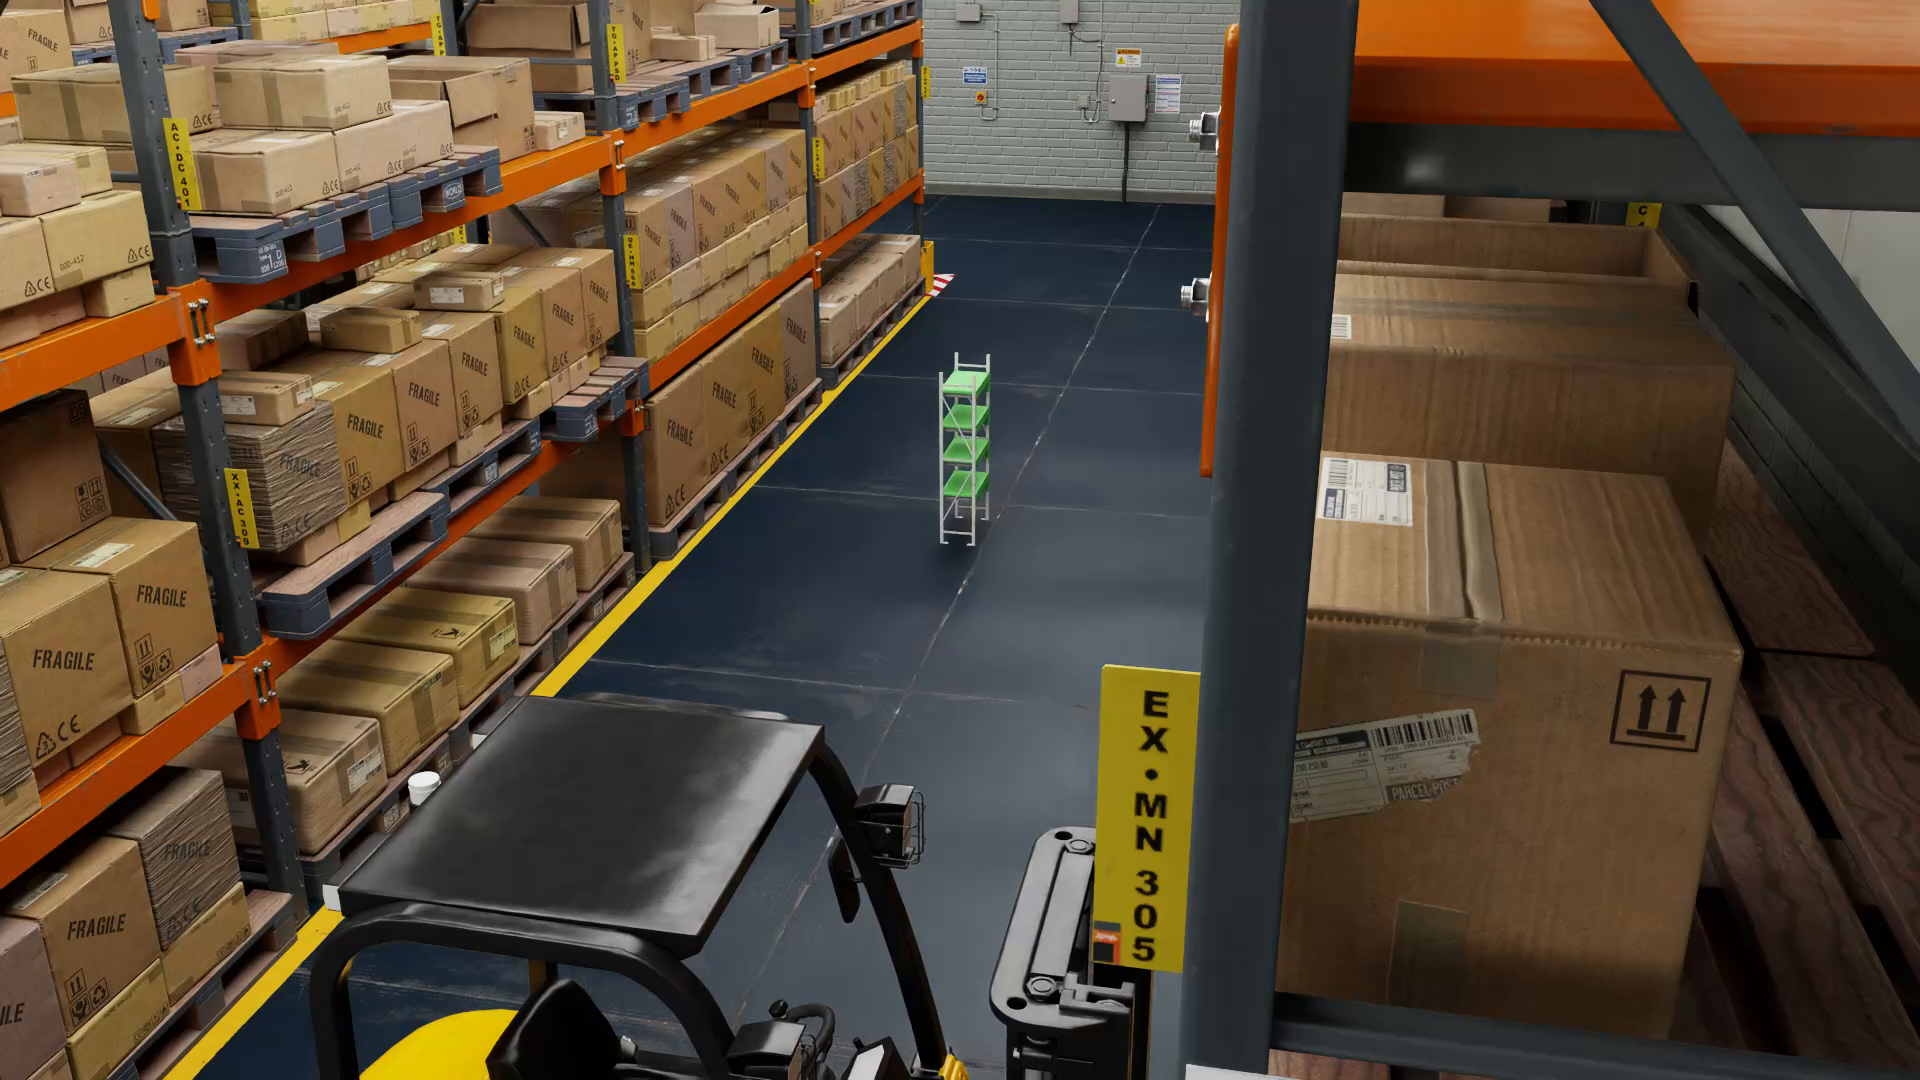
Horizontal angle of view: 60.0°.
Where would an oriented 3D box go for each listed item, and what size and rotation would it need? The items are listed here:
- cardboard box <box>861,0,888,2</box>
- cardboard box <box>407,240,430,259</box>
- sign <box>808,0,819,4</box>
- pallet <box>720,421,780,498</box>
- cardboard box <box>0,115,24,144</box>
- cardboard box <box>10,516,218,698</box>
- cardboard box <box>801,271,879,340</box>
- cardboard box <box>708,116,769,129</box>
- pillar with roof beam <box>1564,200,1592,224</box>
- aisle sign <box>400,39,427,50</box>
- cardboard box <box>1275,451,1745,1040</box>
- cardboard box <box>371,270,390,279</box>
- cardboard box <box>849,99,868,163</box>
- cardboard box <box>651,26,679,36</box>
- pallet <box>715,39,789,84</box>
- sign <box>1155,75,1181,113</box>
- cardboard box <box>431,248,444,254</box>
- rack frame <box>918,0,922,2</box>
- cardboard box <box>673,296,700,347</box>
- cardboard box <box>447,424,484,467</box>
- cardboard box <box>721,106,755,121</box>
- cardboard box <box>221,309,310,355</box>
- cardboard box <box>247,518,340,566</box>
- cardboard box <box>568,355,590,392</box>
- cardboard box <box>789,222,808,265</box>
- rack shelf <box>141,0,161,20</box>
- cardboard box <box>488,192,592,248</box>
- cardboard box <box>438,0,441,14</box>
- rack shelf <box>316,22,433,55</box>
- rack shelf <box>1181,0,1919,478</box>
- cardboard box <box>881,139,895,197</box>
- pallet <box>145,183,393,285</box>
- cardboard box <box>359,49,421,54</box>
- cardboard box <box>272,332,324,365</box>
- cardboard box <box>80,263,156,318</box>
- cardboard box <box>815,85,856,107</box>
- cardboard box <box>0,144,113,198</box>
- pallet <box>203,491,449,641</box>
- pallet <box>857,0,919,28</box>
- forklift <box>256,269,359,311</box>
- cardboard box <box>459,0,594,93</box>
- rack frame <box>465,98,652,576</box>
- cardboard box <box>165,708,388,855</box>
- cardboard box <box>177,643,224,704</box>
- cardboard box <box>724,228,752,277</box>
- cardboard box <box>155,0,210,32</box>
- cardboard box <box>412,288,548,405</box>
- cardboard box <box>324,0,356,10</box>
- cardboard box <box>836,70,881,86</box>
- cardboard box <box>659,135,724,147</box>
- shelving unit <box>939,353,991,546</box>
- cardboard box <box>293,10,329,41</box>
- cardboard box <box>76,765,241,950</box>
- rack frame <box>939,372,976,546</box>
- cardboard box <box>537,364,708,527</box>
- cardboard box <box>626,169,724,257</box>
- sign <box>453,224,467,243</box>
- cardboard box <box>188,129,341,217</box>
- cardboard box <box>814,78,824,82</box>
[{"bbox_3d":[-0.898,-5.333,16.204,0.380,0.149,0.250,3,22,7],"label":"cardboard box"},{"bbox_3d":[-5.765,-3.039,17.342,0.380,0.149,0.250,5,23,13],"label":"cardboard box"},{"bbox_3d":[-1.170,-4.424,13.195,0.100,0.325,0.005,4,22,11],"label":"sign"},{"bbox_3d":[-2.034,-0.656,12.699,1.003,0.211,1.213,4,22,11],"label":"pallet"},{"bbox_3d":[-10.532,-4.588,18.534,0.500,0.250,0.500,4,22,10],"label":"cardboard box"},{"bbox_3d":[-3.183,0.238,6.215,0.500,0.500,0.500,4,22,10],"label":"cardboard box"},{"bbox_3d":[-1.288,-2.240,15.767,0.875,0.438,0.875,4,22,9],"label":"cardboard box"},{"bbox_3d":[-1.878,-3.388,14.280,0.500,0.500,0.500,4,22,10],"label":"cardboard box"},{"bbox_3d":[-1.258,-3.410,7.775,9.100,9.000,0.400,4,22,11],"label":"pillar with roof beam"},{"bbox_3d":[-6.033,-5.743,18.119,0.394,0.787,0.004,4,22,11],"label":"aisle sign"},{"bbox_3d":[0.559,0.222,1.943,0.500,0.500,0.500,5,23,13],"label":"cardboard box"},{"bbox_3d":[-5.954,-2.620,16.699,0.380,0.149,0.250,4,22,11],"label":"cardboard box"},{"bbox_3d":[-1.145,-3.721,15.106,0.500,0.500,0.500,5,22,12],"label":"cardboard box"},{"bbox_3d":[-2.305,-3.726,12.326,0.380,0.166,0.250,3,22,7],"label":"cardboard box"},{"bbox_3d":[-1.842,-3.648,12.638,0.805,0.209,1.217,4,22,9],"label":"pallet"},{"bbox_3d":[2.793,-5.992,22.344,0.329,0.494,0.001,4,22,11],"label":"sign"},{"bbox_3d":[-5.687,-3.093,17.875,0.380,0.149,0.250,4,22,9],"label":"cardboard box"},{"bbox_3d":[-0.887,-6.930,16.516,1.000,3.000,0.127,4,22,11],"label":"rack frame"},{"bbox_3d":[-2.086,-1.501,11.266,0.500,0.250,0.500,4,22,9],"label":"cardboard box"},{"bbox_3d":[-2.621,-0.490,8.328,0.380,0.149,0.250,5,23,13],"label":"cardboard box"},{"bbox_3d":[-1.952,-3.633,14.017,0.380,0.149,0.250,4,22,10],"label":"cardboard box"},{"bbox_3d":[-3.302,-0.980,7.809,0.380,0.149,0.250,4,22,9],"label":"cardboard box"},{"bbox_3d":[-2.914,-0.015,7.150,0.380,0.149,0.250,5,22,12],"label":"cardboard box"},{"bbox_3d":[-2.348,-0.963,9.504,0.380,0.149,0.250,4,22,10],"label":"cardboard box"},{"bbox_3d":[-1.548,-2.432,13.577,0.500,0.250,0.500,4,22,10],"label":"cardboard box"},{"bbox_3d":[-2.928,-2.754,7.644,1.077,0.370,4.000,4,22,11],"label":"rack shelf"},{"bbox_3d":[-2.670,-1.941,10.686,0.500,0.500,0.500,4,22,9],"label":"cardboard box"},{"bbox_3d":[-5.588,-5.623,17.486,0.500,0.250,0.500,4,22,10],"label":"cardboard box"},{"bbox_3d":[-6.162,-4.814,16.240,1.077,0.370,4.000,4,22,11],"label":"rack shelf"},{"bbox_3d":[1.116,-0.914,3.076,1.077,0.370,4.000,4,22,11],"label":"rack shelf"},{"bbox_3d":[-0.939,-3.626,16.208,0.500,0.500,0.500,5,22,12],"label":"cardboard box"},{"bbox_3d":[-3.106,-1.281,6.755,1.213,0.211,1.003,4,22,11],"label":"pallet"},{"bbox_3d":[-6.105,-4.992,17.863,0.500,0.500,0.500,4,22,11],"label":"cardboard box"},{"bbox_3d":[-3.255,-0.694,7.968,0.500,0.500,0.500,5,23,13],"label":"cardboard box"},{"bbox_3d":[-3.101,-0.895,5.881,0.380,0.149,0.250,5,22,11],"label":"cardboard box"},{"bbox_3d":[-1.144,-3.964,14.841,0.380,0.149,0.250,4,22,9],"label":"cardboard box"},{"bbox_3d":[-3.187,-1.271,5.748,0.380,0.149,0.250,5,22,12],"label":"cardboard box"},{"bbox_3d":[-3.038,0.062,7.442,1.003,0.211,1.213,4,22,11],"label":"pallet"},{"bbox_3d":[-1.029,-5.226,16.417,1.003,0.211,1.213,4,22,11],"label":"pallet"},{"bbox_3d":[-5.129,-1.756,11.791,1.130,2.935,3.031,14,26,31],"label":"forklift"},{"bbox_3d":[-2.591,-3.005,10.085,0.797,0.503,0.637,3,22,8],"label":"cardboard box"},{"bbox_3d":[-2.520,-1.222,10.372,1.000,3.000,0.127,4,22,11],"label":"rack frame"},{"bbox_3d":[-3.232,1.073,7.629,0.950,0.372,0.625,5,22,12],"label":"cardboard box"},{"bbox_3d":[-3.103,0.498,6.437,0.380,0.149,0.250,4,22,10],"label":"cardboard box"},{"bbox_3d":[-1.838,-2.105,12.097,0.500,0.250,0.500,5,22,12],"label":"cardboard box"},{"bbox_3d":[-6.755,-4.527,13.869,0.700,0.500,0.500,4,22,11],"label":"cardboard box"},{"bbox_3d":[-2.537,-1.039,8.824,0.500,0.500,0.500,3,22,7],"label":"cardboard box"},{"bbox_3d":[-6.015,-5.101,15.521,0.500,0.250,0.500,5,22,12],"label":"cardboard box"},{"bbox_3d":[-0.978,-4.437,16.016,0.380,0.149,0.250,4,22,10],"label":"cardboard box"},{"bbox_3d":[-2.152,-2.868,12.986,0.500,0.500,0.500,4,22,11],"label":"cardboard box"},{"bbox_3d":[0.034,-0.617,11.280,0.258,1.200,0.503,4,22,11],"label":"shelving unit"},{"bbox_3d":[-6.124,-4.680,15.144,0.500,0.250,0.500,4,22,10],"label":"cardboard box"},{"bbox_3d":[-3.194,1.211,6.447,0.500,0.500,0.500,4,22,10],"label":"cardboard box"},{"bbox_3d":[-0.016,-0.528,11.058,0.240,1.200,0.015,4,22,11],"label":"rack frame"},{"bbox_3d":[-2.298,-0.677,11.302,0.875,0.875,0.875,4,22,10],"label":"cardboard box"},{"bbox_3d":[-1.967,-2.264,11.487,0.500,0.500,0.500,5,22,12],"label":"cardboard box"},{"bbox_3d":[-3.064,-1.800,10.258,0.100,0.325,0.005,4,22,11],"label":"sign"},{"bbox_3d":[-2.824,-1.459,6.584,0.500,0.250,0.500,4,22,9],"label":"cardboard box"},{"bbox_3d":[-1.510,-4.377,15.865,0.380,0.149,0.250,5,22,11],"label":"cardboard box"}]
